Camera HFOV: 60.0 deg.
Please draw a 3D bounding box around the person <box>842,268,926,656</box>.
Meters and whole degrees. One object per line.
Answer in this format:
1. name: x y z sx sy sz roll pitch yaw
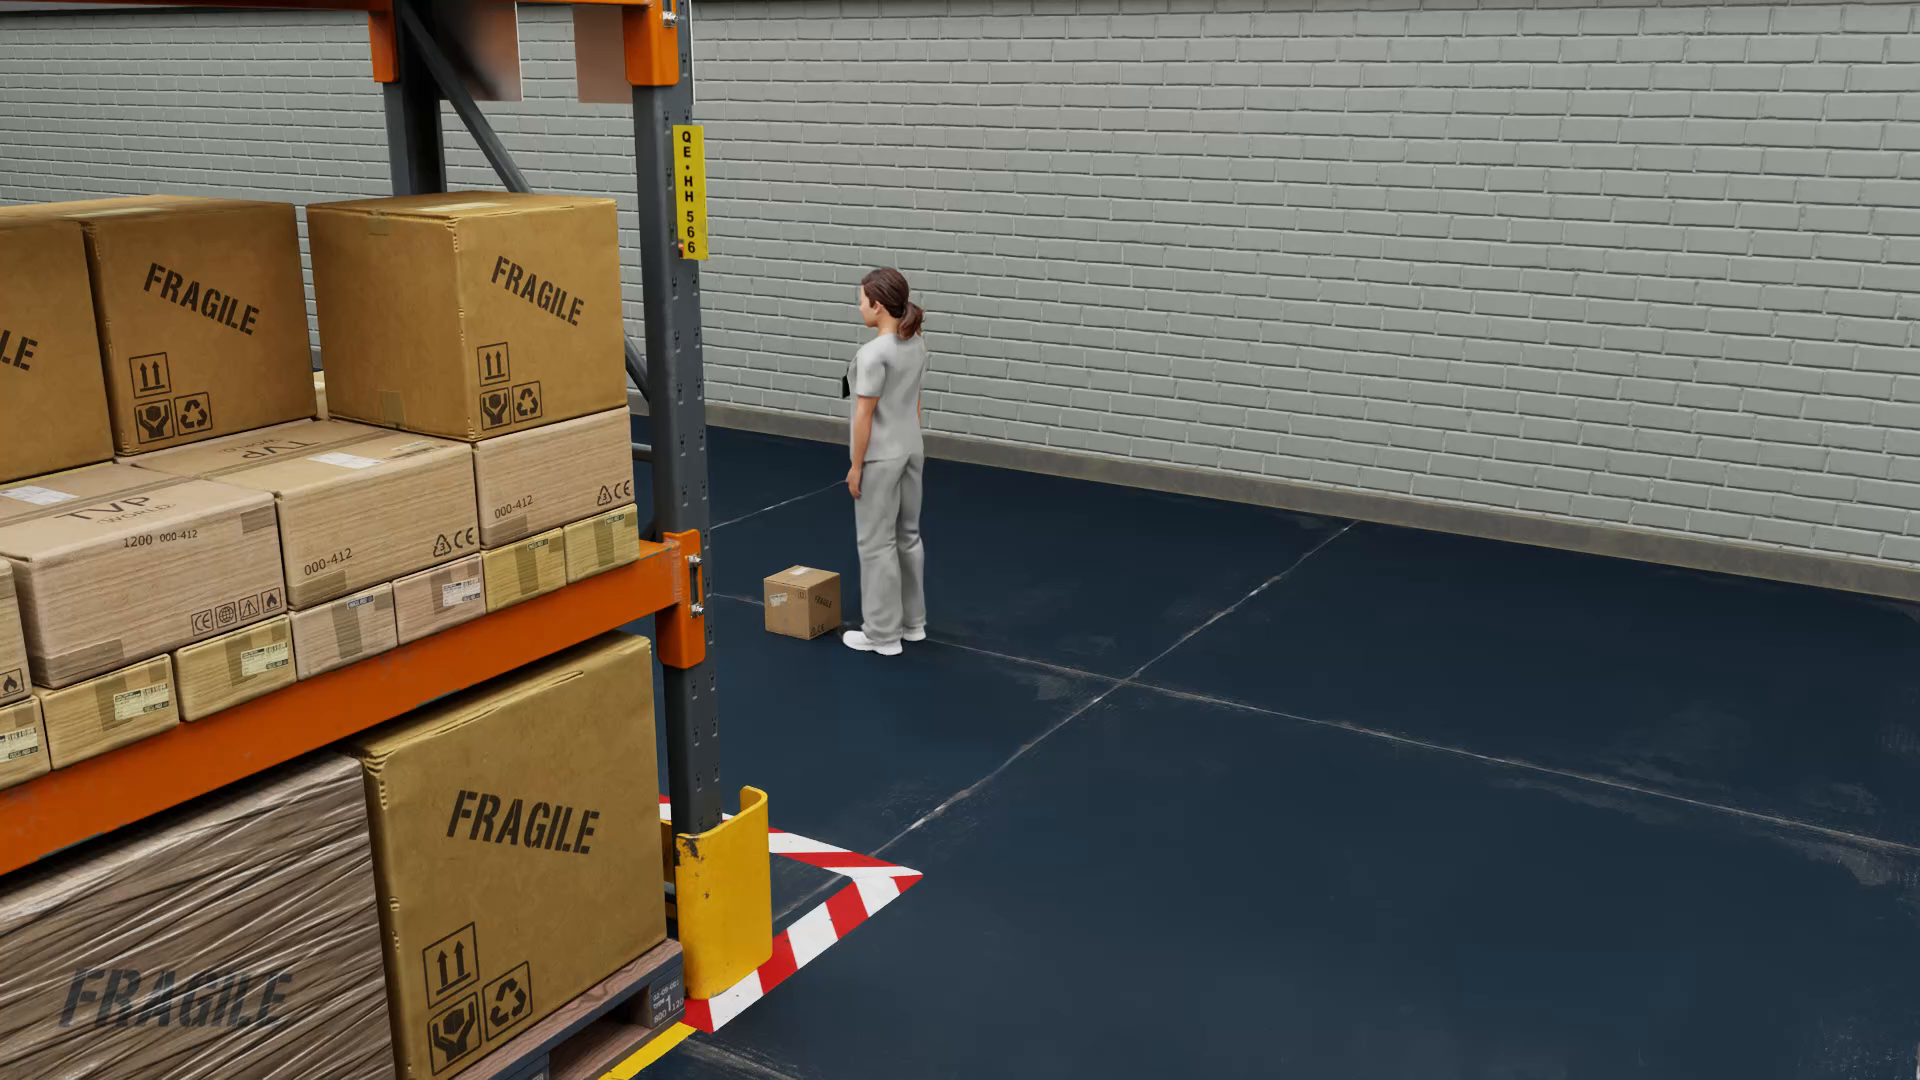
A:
1. person: -0.327 -0.332 7.165 0.399 1.680 0.437 10 19 31
